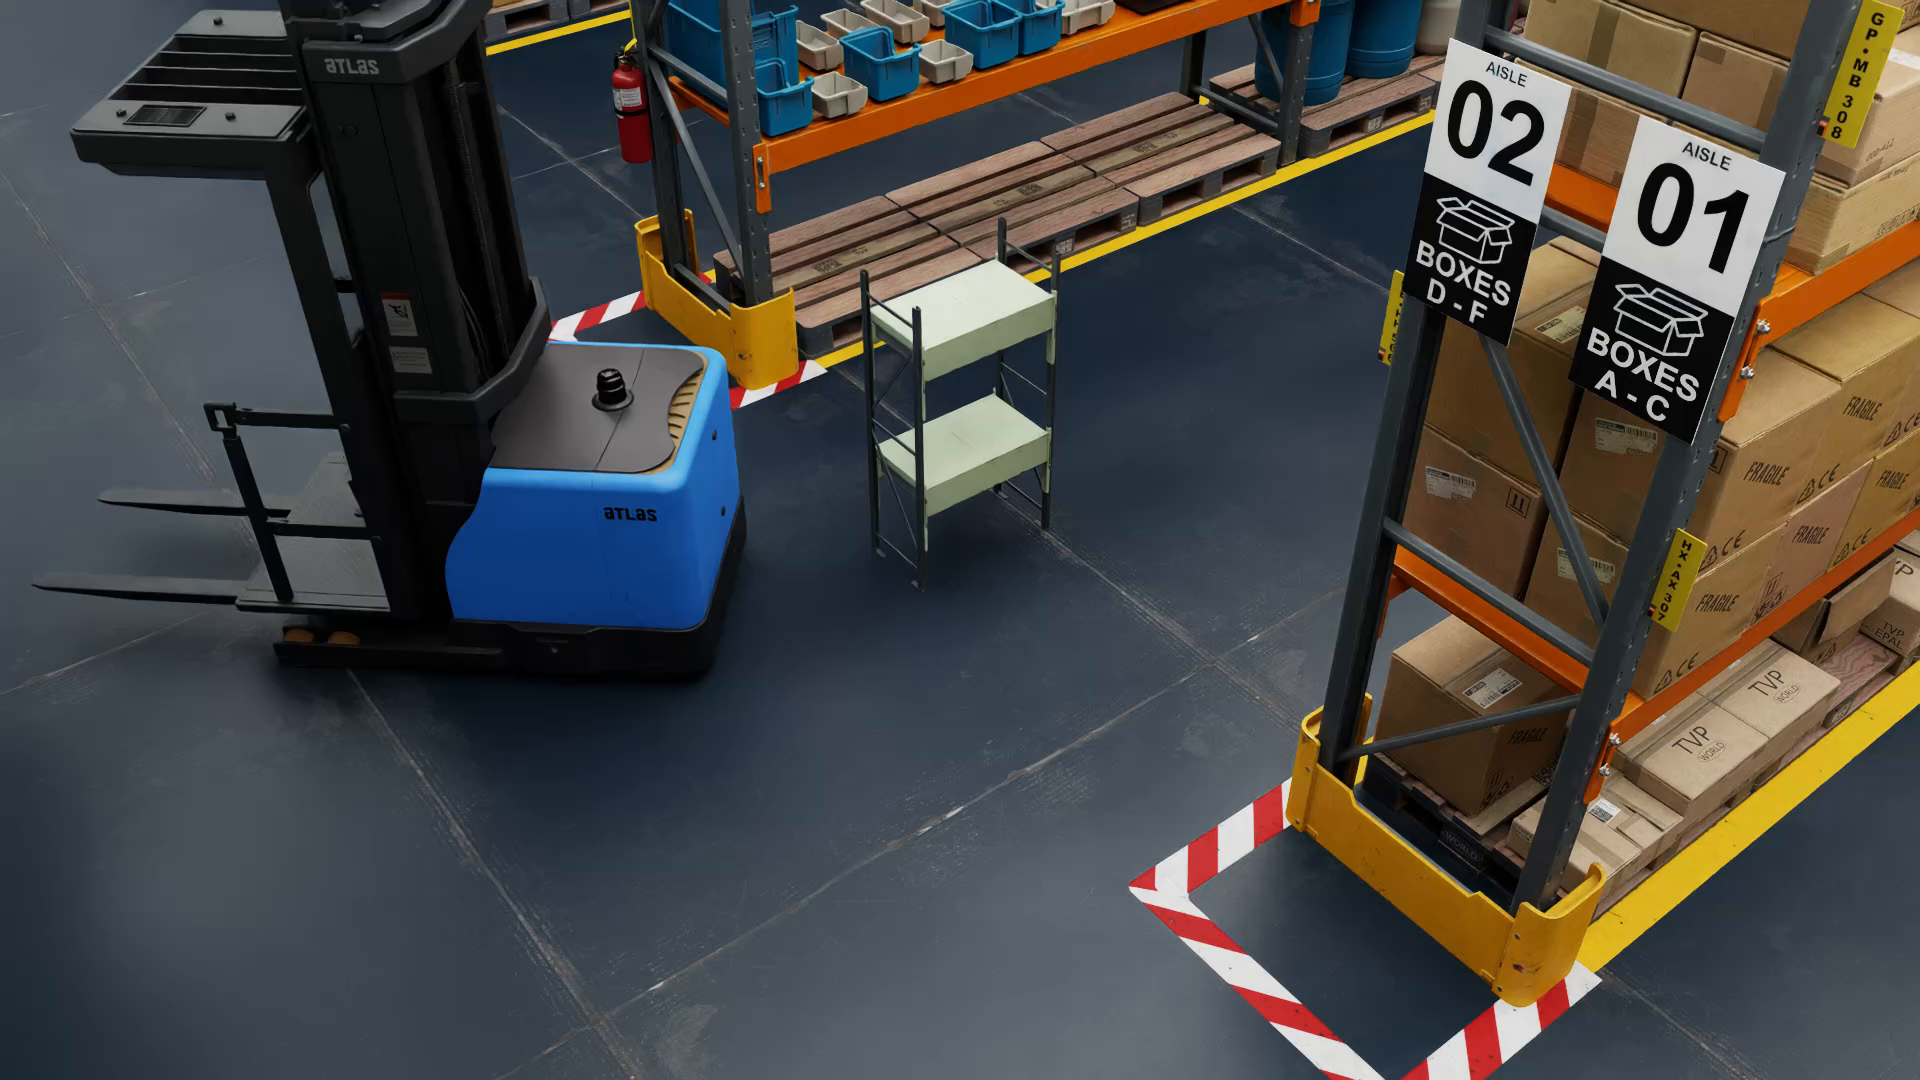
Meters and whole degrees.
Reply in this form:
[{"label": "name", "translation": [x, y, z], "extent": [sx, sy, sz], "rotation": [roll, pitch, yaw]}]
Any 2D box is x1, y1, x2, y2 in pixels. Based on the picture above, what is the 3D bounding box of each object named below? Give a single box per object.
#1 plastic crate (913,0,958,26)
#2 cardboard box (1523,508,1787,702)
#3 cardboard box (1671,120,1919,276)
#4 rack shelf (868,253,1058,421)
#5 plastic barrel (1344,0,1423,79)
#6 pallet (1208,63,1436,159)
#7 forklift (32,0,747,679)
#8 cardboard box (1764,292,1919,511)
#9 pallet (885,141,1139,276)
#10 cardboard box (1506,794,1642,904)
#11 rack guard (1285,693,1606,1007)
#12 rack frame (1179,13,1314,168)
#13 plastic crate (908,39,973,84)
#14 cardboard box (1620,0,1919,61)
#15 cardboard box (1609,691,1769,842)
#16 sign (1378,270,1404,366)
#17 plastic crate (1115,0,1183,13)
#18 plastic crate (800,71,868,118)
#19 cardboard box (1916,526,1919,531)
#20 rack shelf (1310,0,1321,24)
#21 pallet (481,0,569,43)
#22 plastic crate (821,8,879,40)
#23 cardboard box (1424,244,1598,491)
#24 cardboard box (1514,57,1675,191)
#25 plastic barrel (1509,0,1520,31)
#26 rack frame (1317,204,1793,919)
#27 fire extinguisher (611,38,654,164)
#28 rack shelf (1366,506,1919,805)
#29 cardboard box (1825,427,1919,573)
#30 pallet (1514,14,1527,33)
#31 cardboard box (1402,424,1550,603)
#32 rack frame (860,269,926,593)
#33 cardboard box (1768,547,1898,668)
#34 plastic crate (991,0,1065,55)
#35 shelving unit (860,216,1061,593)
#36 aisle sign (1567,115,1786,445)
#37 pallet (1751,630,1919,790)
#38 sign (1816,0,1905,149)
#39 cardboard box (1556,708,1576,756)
[{"label": "plastic crate", "translation": [-0.122, -2.992, 9.326], "extent": [0.250, 0.136, 0.298], "rotation": [-26, 46, -28]}, {"label": "cardboard box", "translation": [2.202, 0.099, 5.319], "extent": [0.500, 0.500, 0.500], "rotation": [-25, 46, -27]}, {"label": "cardboard box", "translation": [2.252, -0.996, 4.485], "extent": [0.500, 0.250, 0.500], "rotation": [-26, 46, -28]}, {"label": "rack shelf", "translation": [0.005, -0.884, 7.163], "extent": [0.720, 0.370, 0.431], "rotation": [-26, 46, -28]}, {"label": "plastic barrel", "translation": [2.849, -3.688, 11.337], "extent": [0.708, 0.901, 0.600], "rotation": [-26, 46, -28]}, {"label": "pallet", "translation": [2.483, -3.061, 11.448], "extent": [1.213, 0.211, 1.003], "rotation": [-26, 46, -28]}, {"label": "forklift", "translation": [-2.541, -0.907, 6.678], "extent": [3.031, 2.935, 1.130], "rotation": [3, 39, 3]}, {"label": "cardboard box", "translation": [2.612, -0.493, 5.252], "extent": [0.500, 0.500, 0.500], "rotation": [-25, 46, -28]}, {"label": "pallet", "translation": [0.318, -2.006, 10.162], "extent": [1.213, 0.211, 1.003], "rotation": [-26, 46, -28]}, {"label": "cardboard box", "translation": [2.231, 1.120, 6.054], "extent": [0.250, 0.149, 0.380], "rotation": [-26, 46, -28]}, {"label": "rack guard", "translation": [1.750, 1.114, 6.132], "extent": [0.348, 0.500, 1.175], "rotation": [-26, 46, -28]}, {"label": "rack frame", "translation": [1.845, -3.862, 10.226], "extent": [0.127, 3.000, 1.000], "rotation": [-26, 46, -28]}, {"label": "plastic crate", "translation": [-0.087, -2.511, 8.740], "extent": [0.298, 0.136, 0.250], "rotation": [-26, 46, -28]}, {"label": "cardboard box", "translation": [2.087, -1.615, 4.255], "extent": [0.500, 0.500, 0.700], "rotation": [-26, 46, -28]}, {"label": "cardboard box", "translation": [2.690, 0.809, 6.353], "extent": [0.500, 0.250, 0.500], "rotation": [-26, 46, -28]}, {"label": "sign", "translation": [1.367, -0.680, 5.185], "extent": [0.005, 0.325, 0.100], "rotation": [-26, 46, -28]}, {"label": "plastic crate", "translation": [1.122, -3.211, 9.602], "extent": [0.590, 0.125, 0.437], "rotation": [-26, 46, -28]}, {"label": "plastic crate", "translation": [-0.625, -2.249, 8.421], "extent": [0.298, 0.136, 0.250], "rotation": [-26, 46, -28]}, {"label": "cardboard box", "translation": [4.321, 0.101, 7.296], "extent": [0.250, 0.149, 0.380], "rotation": [-26, 46, -28]}, {"label": "rack shelf", "translation": [3.431, -4.356, 11.396], "extent": [4.000, 0.370, 1.077], "rotation": [-26, 46, -28]}, {"label": "pallet", "translation": [-3.758, -4.077, 12.687], "extent": [1.213, 0.211, 1.003], "rotation": [-26, 46, -28]}, {"label": "plastic crate", "translation": [-0.551, -2.748, 9.029], "extent": [0.243, 0.136, 0.396], "rotation": [-26, 46, -28]}, {"label": "cardboard box", "translation": [1.875, -0.559, 5.332], "extent": [0.500, 0.500, 0.500], "rotation": [-26, 46, -28]}, {"label": "cardboard box", "translation": [1.936, -1.256, 4.803], "extent": [0.500, 0.250, 0.500], "rotation": [-26, 46, -28]}, {"label": "plastic barrel", "translation": [3.744, -4.003, 11.969], "extent": [0.708, 0.588, 0.600], "rotation": [-26, 46, -28]}, {"label": "rack frame", "translation": [1.689, 0.177, 5.303], "extent": [0.127, 3.000, 1.000], "rotation": [-26, 46, -28]}, {"label": "fire extinguisher", "translation": [-1.723, -2.312, 8.692], "extent": [0.183, 0.674, 0.296], "rotation": [-26, 46, -28]}, {"label": "rack shelf", "translation": [3.275, -0.318, 6.473], "extent": [4.000, 0.370, 1.077], "rotation": [-26, 46, -28]}, {"label": "cardboard box", "translation": [3.007, -0.295, 5.800], "extent": [0.500, 0.500, 0.500], "rotation": [-26, 46, -28]}, {"label": "pallet", "translation": [4.417, -4.004, 12.598], "extent": [1.213, 0.211, 1.003], "rotation": [-26, 46, -28]}, {"label": "cardboard box", "translation": [1.879, -0.172, 5.649], "extent": [0.500, 0.500, 0.500], "rotation": [-25, 45, -27]}, {"label": "rack frame", "translation": [-0.285, -0.441, 7.239], "extent": [0.023, 1.500, 0.400], "rotation": [-26, 46, -28]}, {"label": "cardboard box", "translation": [3.374, 0.155, 6.951], "extent": [0.637, 0.503, 0.797], "rotation": [-26, 46, -28]}, {"label": "plastic crate", "translation": [0.352, -2.829, 9.051], "extent": [0.300, 0.233, 0.416], "rotation": [-26, 46, -28]}, {"label": "shelving unit", "translation": [0.005, -0.582, 7.411], "extent": [0.755, 1.500, 0.431], "rotation": [-26, 46, -28]}, {"label": "aisle sign", "translation": [1.814, -0.654, 4.266], "extent": [0.004, 0.787, 0.394], "rotation": [-26, 46, -28]}, {"label": "pallet", "translation": [3.348, 0.448, 7.171], "extent": [1.213, 0.211, 1.003], "rotation": [-26, 46, -28]}, {"label": "sign", "translation": [2.020, -1.048, 3.742], "extent": [0.005, 0.325, 0.100], "rotation": [-26, 46, -28]}, {"label": "cardboard box", "translation": [2.346, 0.657, 6.605], "extent": [0.250, 0.166, 0.380], "rotation": [-26, 46, -28]}]
